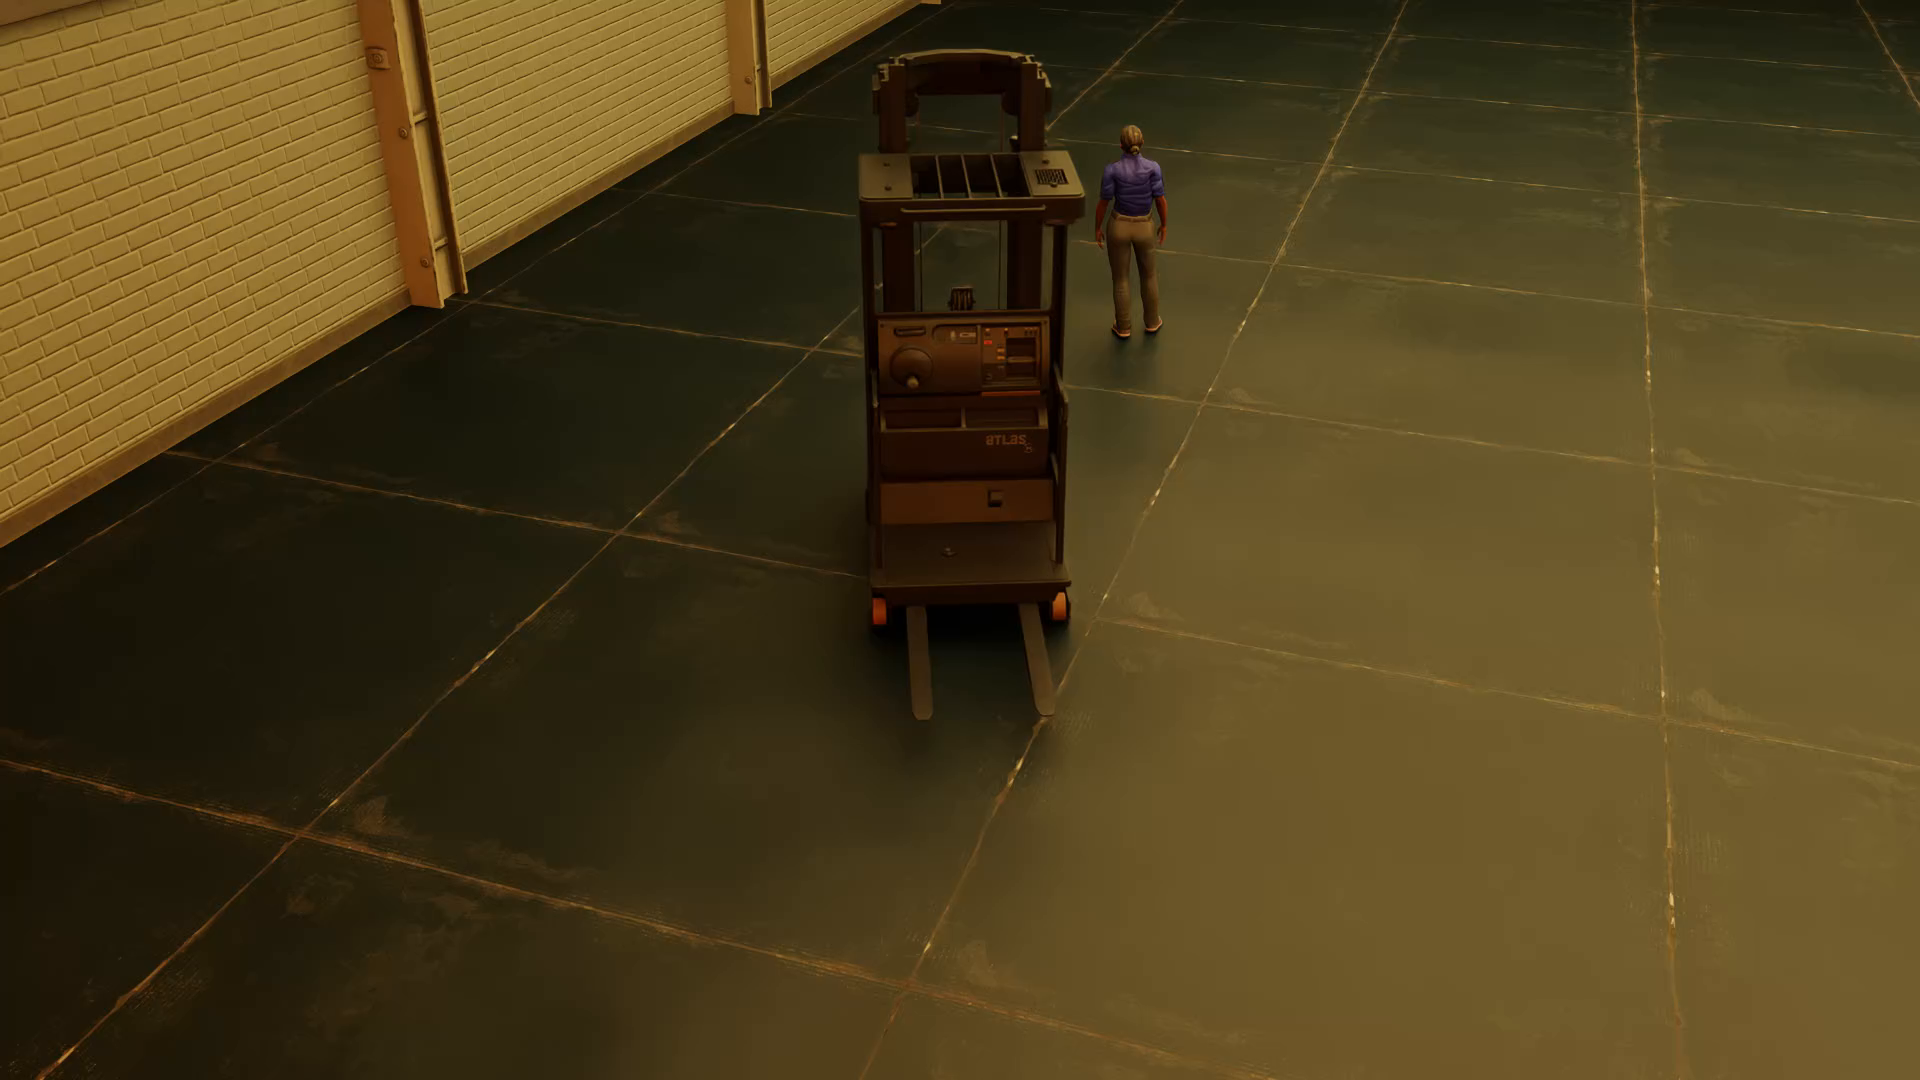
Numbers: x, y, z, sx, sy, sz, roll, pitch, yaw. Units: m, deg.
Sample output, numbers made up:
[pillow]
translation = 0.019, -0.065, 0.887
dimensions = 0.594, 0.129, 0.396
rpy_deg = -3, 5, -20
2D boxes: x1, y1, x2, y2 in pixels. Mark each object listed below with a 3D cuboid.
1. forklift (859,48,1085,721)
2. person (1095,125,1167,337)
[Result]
[forklift]
translation = 0.036, -0.960, 8.821
dimensions = 1.130, 2.935, 3.031
rpy_deg = -2, 30, -3
[person]
translation = 1.295, -2.332, 12.515
dimensions = 0.569, 1.642, 0.503
rpy_deg = 1, 30, 2
